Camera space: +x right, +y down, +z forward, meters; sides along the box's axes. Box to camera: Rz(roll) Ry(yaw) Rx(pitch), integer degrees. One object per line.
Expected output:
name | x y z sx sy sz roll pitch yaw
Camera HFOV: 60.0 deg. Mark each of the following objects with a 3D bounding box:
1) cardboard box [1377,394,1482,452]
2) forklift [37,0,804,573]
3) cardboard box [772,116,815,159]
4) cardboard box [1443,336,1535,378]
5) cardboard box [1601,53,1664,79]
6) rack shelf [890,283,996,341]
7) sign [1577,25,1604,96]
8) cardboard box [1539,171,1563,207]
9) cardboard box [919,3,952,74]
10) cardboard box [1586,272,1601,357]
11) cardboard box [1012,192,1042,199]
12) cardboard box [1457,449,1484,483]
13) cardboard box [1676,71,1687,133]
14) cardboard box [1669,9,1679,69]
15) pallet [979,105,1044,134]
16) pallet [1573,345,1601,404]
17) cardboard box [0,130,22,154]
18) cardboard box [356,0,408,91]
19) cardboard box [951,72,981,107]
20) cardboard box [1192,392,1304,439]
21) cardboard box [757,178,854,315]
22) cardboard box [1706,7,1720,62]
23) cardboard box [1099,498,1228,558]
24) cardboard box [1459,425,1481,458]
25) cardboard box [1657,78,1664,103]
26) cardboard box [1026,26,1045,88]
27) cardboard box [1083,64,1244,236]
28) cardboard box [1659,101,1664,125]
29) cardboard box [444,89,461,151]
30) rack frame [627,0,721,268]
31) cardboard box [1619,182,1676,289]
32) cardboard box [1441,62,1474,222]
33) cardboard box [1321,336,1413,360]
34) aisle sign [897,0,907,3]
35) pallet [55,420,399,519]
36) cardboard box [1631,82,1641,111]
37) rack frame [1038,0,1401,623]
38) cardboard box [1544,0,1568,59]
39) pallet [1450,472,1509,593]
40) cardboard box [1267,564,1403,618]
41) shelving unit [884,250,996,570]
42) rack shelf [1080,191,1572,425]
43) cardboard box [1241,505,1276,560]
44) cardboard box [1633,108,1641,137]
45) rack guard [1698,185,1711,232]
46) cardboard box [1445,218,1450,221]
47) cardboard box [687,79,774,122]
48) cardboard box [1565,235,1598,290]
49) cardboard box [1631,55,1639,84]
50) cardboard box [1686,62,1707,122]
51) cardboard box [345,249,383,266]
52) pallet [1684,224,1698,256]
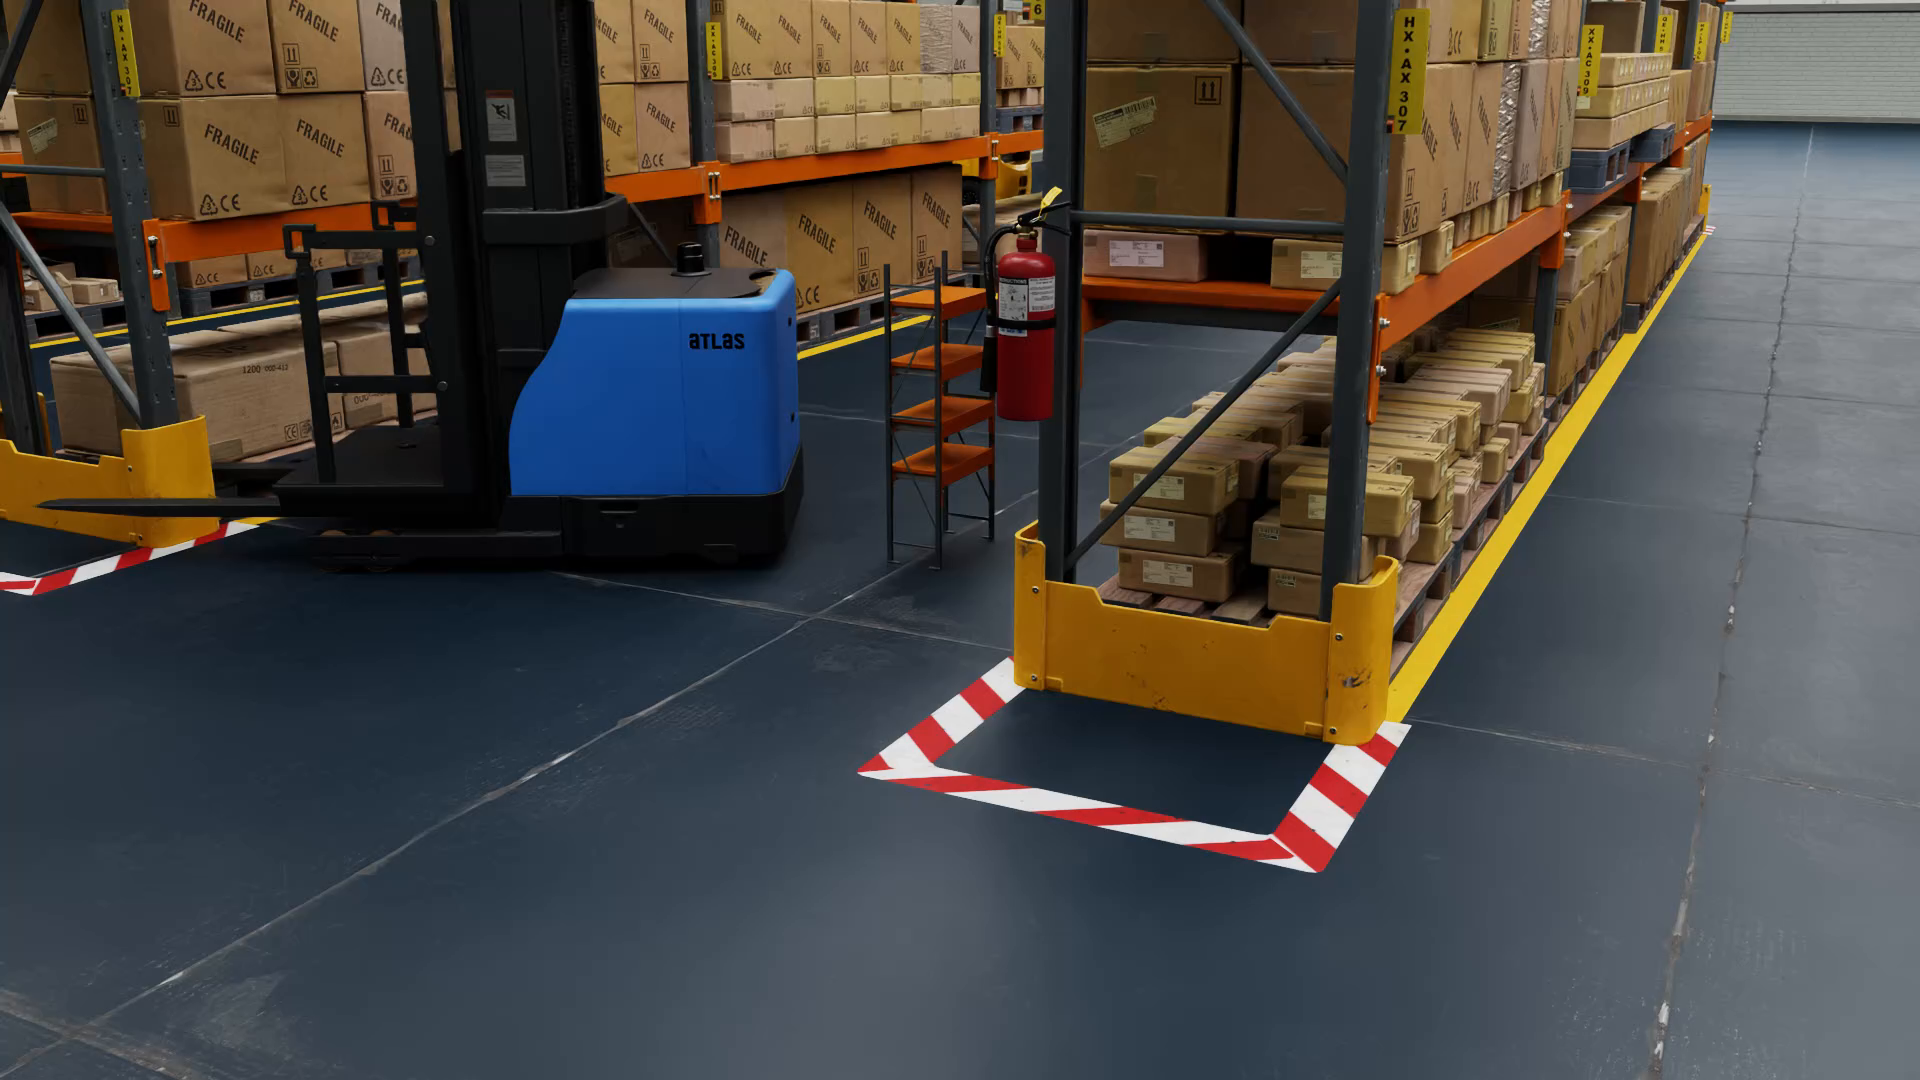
cardboard box | 1.828 -0.464 6.542 0.380 0.149 0.250 8 19 26
forklift | -2.215 -1.427 6.680 3.031 2.935 1.130 0 17 0
cardboard box | -1.304 -2.677 11.034 0.500 0.250 0.500 8 18 24
cardboard box | 2.502 -0.861 7.878 0.380 0.149 0.250 8 18 26
cardboard box | 4.138 -2.938 10.305 0.380 0.149 0.250 9 19 27
rack shelf | -0.074 -0.910 6.600 0.258 0.148 0.480 8 18 25
sign | 2.996 -2.283 7.921 0.100 0.325 0.005 8 18 25
cardboard box | 2.571 -1.632 7.693 0.380 0.149 0.250 8 18 24
cardboard box | -0.398 -3.788 12.578 0.500 0.500 0.500 8 19 26
cardboard box | 3.531 -1.362 9.996 0.500 0.500 0.500 8 19 26
cardboard box | 1.058 -3.201 16.410 0.950 0.372 0.625 9 19 29
cardboard box | 1.997 -0.305 7.051 0.380 0.149 0.250 8 19 26
cardboard box | 5.862 -3.725 14.121 0.500 0.500 0.500 8 18 25
cardboard box | 5.865 -4.372 14.546 0.700 0.500 0.500 8 18 24
pallet | 0.044 -3.661 14.418 1.213 0.211 1.003 8 18 25
pallet | 3.398 -1.108 10.385 1.003 0.211 1.213 8 18 25
cardboard box | -6.658 -2.734 11.401 0.380 0.149 0.250 9 19 27
cardboard box | -2.837 -2.398 7.897 0.500 0.500 0.500 8 18 25
cardboard box | -0.168 -3.570 13.160 0.500 0.250 0.500 8 18 25
cardboard box | 1.138 -0.475 6.580 0.380 0.149 0.250 9 19 27
cardboard box | -1.364 -2.121 11.890 0.875 0.875 0.875 9 19 27
cardboard box | 7.505 -5.339 17.573 0.875 0.550 0.550 8 18 25
cardboard box | 0.700 -0.064 5.718 0.380 0.149 0.250 8 18 24
cardboard box | 2.003 -0.466 7.071 0.380 0.149 0.250 7 18 23
cardboard box | 4.248 -2.858 10.559 0.380 0.149 0.250 9 19 27
cardboard box | 0.455 -4.168 14.354 0.500 0.500 0.500 9 19 28
cardboard box | 0.690 -1.254 5.278 0.500 0.500 0.500 9 19 26
cardboard box | 4.373 -2.787 10.844 0.380 0.149 0.250 8 18 25
cardboard box | -2.629 -2.043 8.459 0.500 0.500 0.500 9 19 27
rack frame | -1.967 -2.539 10.303 1.000 3.000 0.127 8 18 25
cardboard box | 5.035 -2.443 13.196 1.050 0.750 0.750 8 19 26
cardboard box | 1.384 -1.325 5.519 0.500 0.500 0.500 8 18 25
cardboard box | 1.923 -0.860 7.876 0.380 0.149 0.250 8 18 25
aisle sign | -0.755 -7.451 22.278 0.394 0.787 0.004 8 18 25
pallet | -3.467 -0.397 7.989 1.003 0.211 1.213 8 18 25
cardboard box | 3.558 -2.467 9.244 0.380 0.149 0.250 9 19 28
rack frame | 0.720 -0.916 4.839 1.000 3.000 0.127 8 18 25
cardboard box | 2.313 -2.318 7.106 0.500 0.500 0.500 7 18 24
pallet | 1.695 -0.110 7.026 1.003 0.211 1.213 8 18 25
cardboard box | 1.240 0.157 5.498 0.380 0.149 0.250 9 19 26
shelving unit | -0.074 -0.533 6.712 0.258 1.200 0.503 8 18 25
rack shelf | 1.613 -1.080 6.657 1.077 0.370 4.000 8 18 25
cardboard box | 0.988 -0.046 6.180 0.380 0.149 0.250 8 18 25
cardboard box | 3.673 -2.391 9.509 0.380 0.149 0.250 8 18 24
rack guard | 7.880 -3.799 18.937 1.175 0.500 0.348 8 18 25
cardboard box | 1.539 -1.117 5.960 0.380 0.149 0.250 8 18 25
cardboard box | -1.518 -2.783 10.510 0.500 0.250 0.500 8 18 24
cardboard box | 3.309 -1.588 9.437 0.500 0.250 0.500 9 19 27
cardboard box | 3.444 -2.543 8.975 0.380 0.149 0.250 8 18 25
cardboard box | 6.808 -4.405 16.325 0.875 0.550 0.550 8 18 25
cardboard box | -5.298 -2.662 14.370 0.500 0.500 0.500 7 18 23
pallet | 7.035 -3.131 17.196 1.003 0.211 1.213 8 18 25
